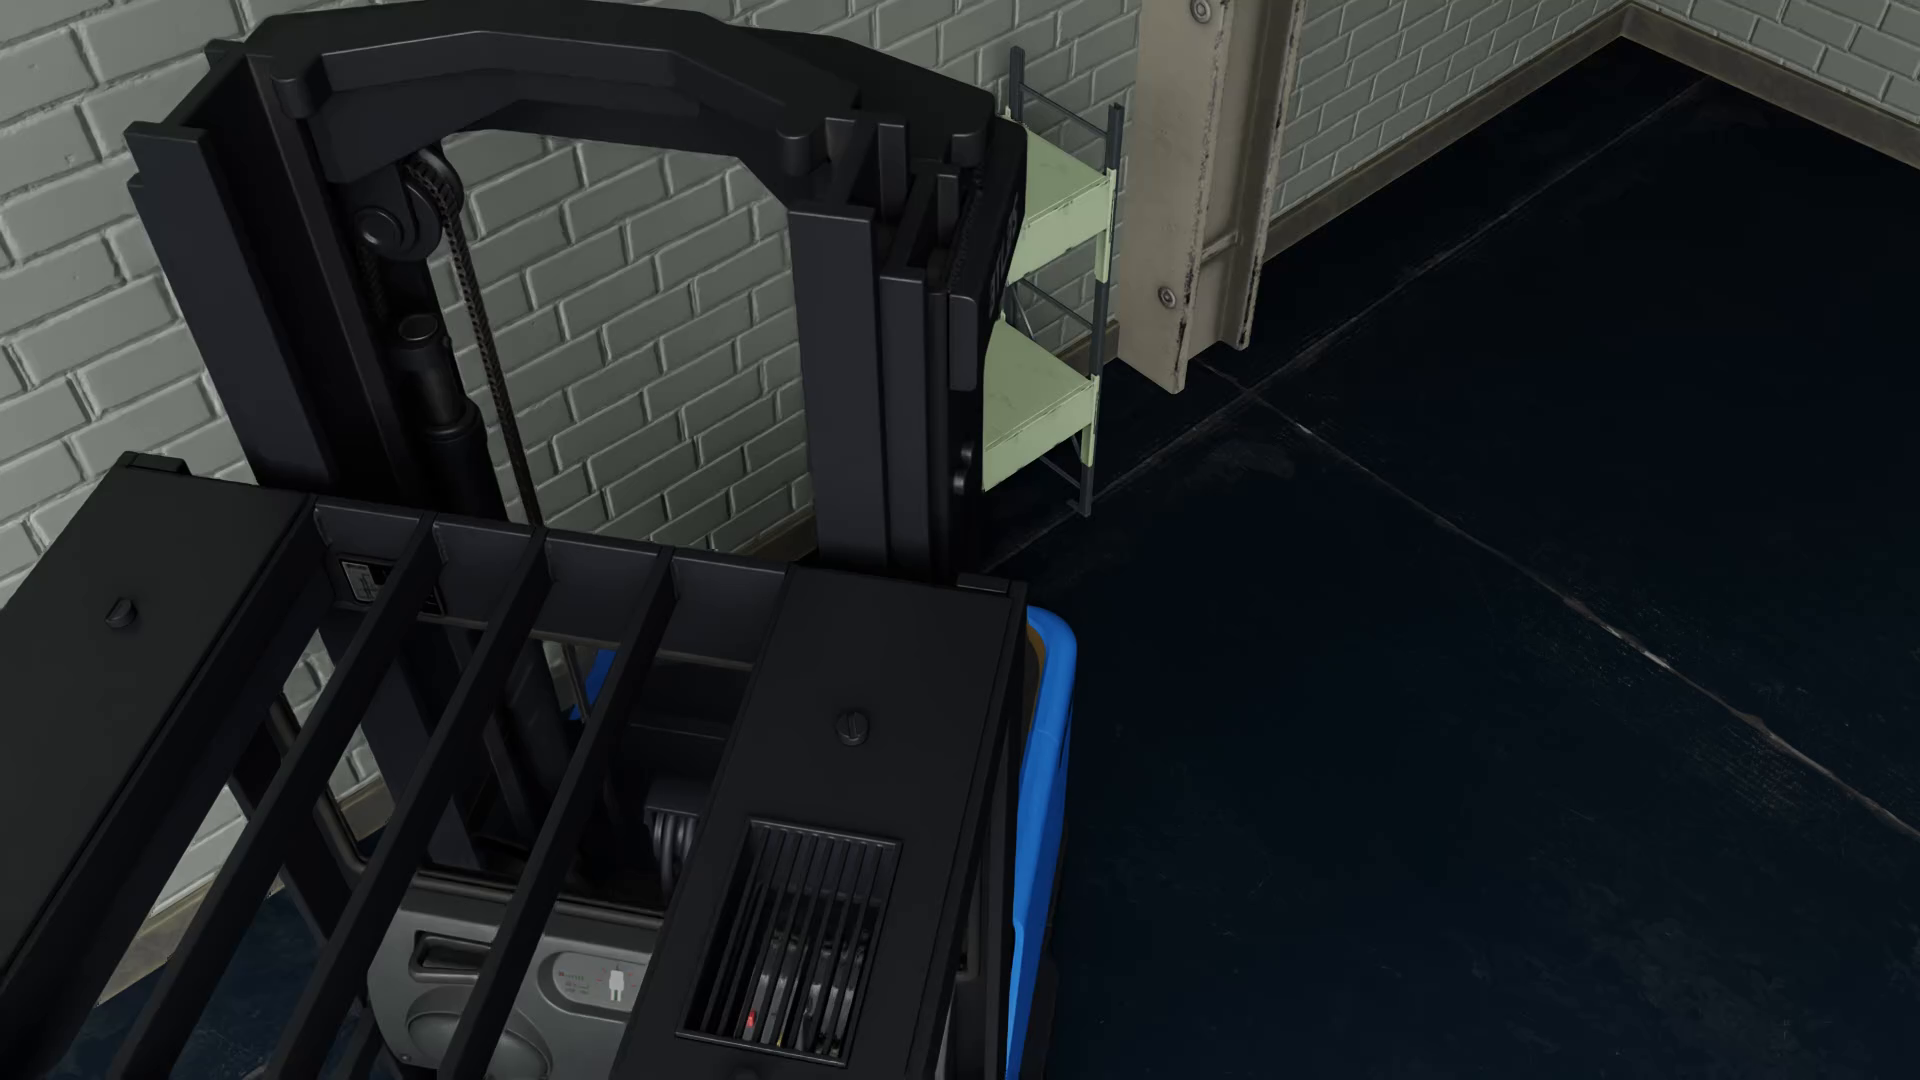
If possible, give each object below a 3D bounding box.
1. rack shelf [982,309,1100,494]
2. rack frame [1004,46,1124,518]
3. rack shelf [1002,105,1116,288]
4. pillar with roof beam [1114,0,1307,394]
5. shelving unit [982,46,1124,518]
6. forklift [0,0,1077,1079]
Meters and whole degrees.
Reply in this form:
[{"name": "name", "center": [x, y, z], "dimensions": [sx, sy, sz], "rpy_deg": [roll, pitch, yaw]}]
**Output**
[{"name": "rack shelf", "center": [0.005, -0.291, 4.941], "dimensions": [0.720, 0.370, 0.431], "rpy_deg": [-34, 56, -27]}, {"name": "rack frame", "center": [0.276, -0.693, 4.869], "dimensions": [0.023, 1.500, 0.400], "rpy_deg": [-34, 56, -27]}, {"name": "rack shelf", "center": [0.005, -0.777, 4.415], "dimensions": [0.720, 0.370, 0.431], "rpy_deg": [-34, 56, -27]}, {"name": "pillar with roof beam", "center": [3.674, -1.390, 0.410], "dimensions": [0.400, 9.000, 9.100], "rpy_deg": [-34, 56, -27]}, {"name": "shelving unit", "center": [0.005, -0.512, 4.702], "dimensions": [0.755, 1.500, 0.431], "rpy_deg": [-34, 56, -27]}, {"name": "forklift", "center": [-0.514, 0.887, 2.437], "dimensions": [1.130, 2.935, 3.031], "rpy_deg": [8, 48, 7]}]
